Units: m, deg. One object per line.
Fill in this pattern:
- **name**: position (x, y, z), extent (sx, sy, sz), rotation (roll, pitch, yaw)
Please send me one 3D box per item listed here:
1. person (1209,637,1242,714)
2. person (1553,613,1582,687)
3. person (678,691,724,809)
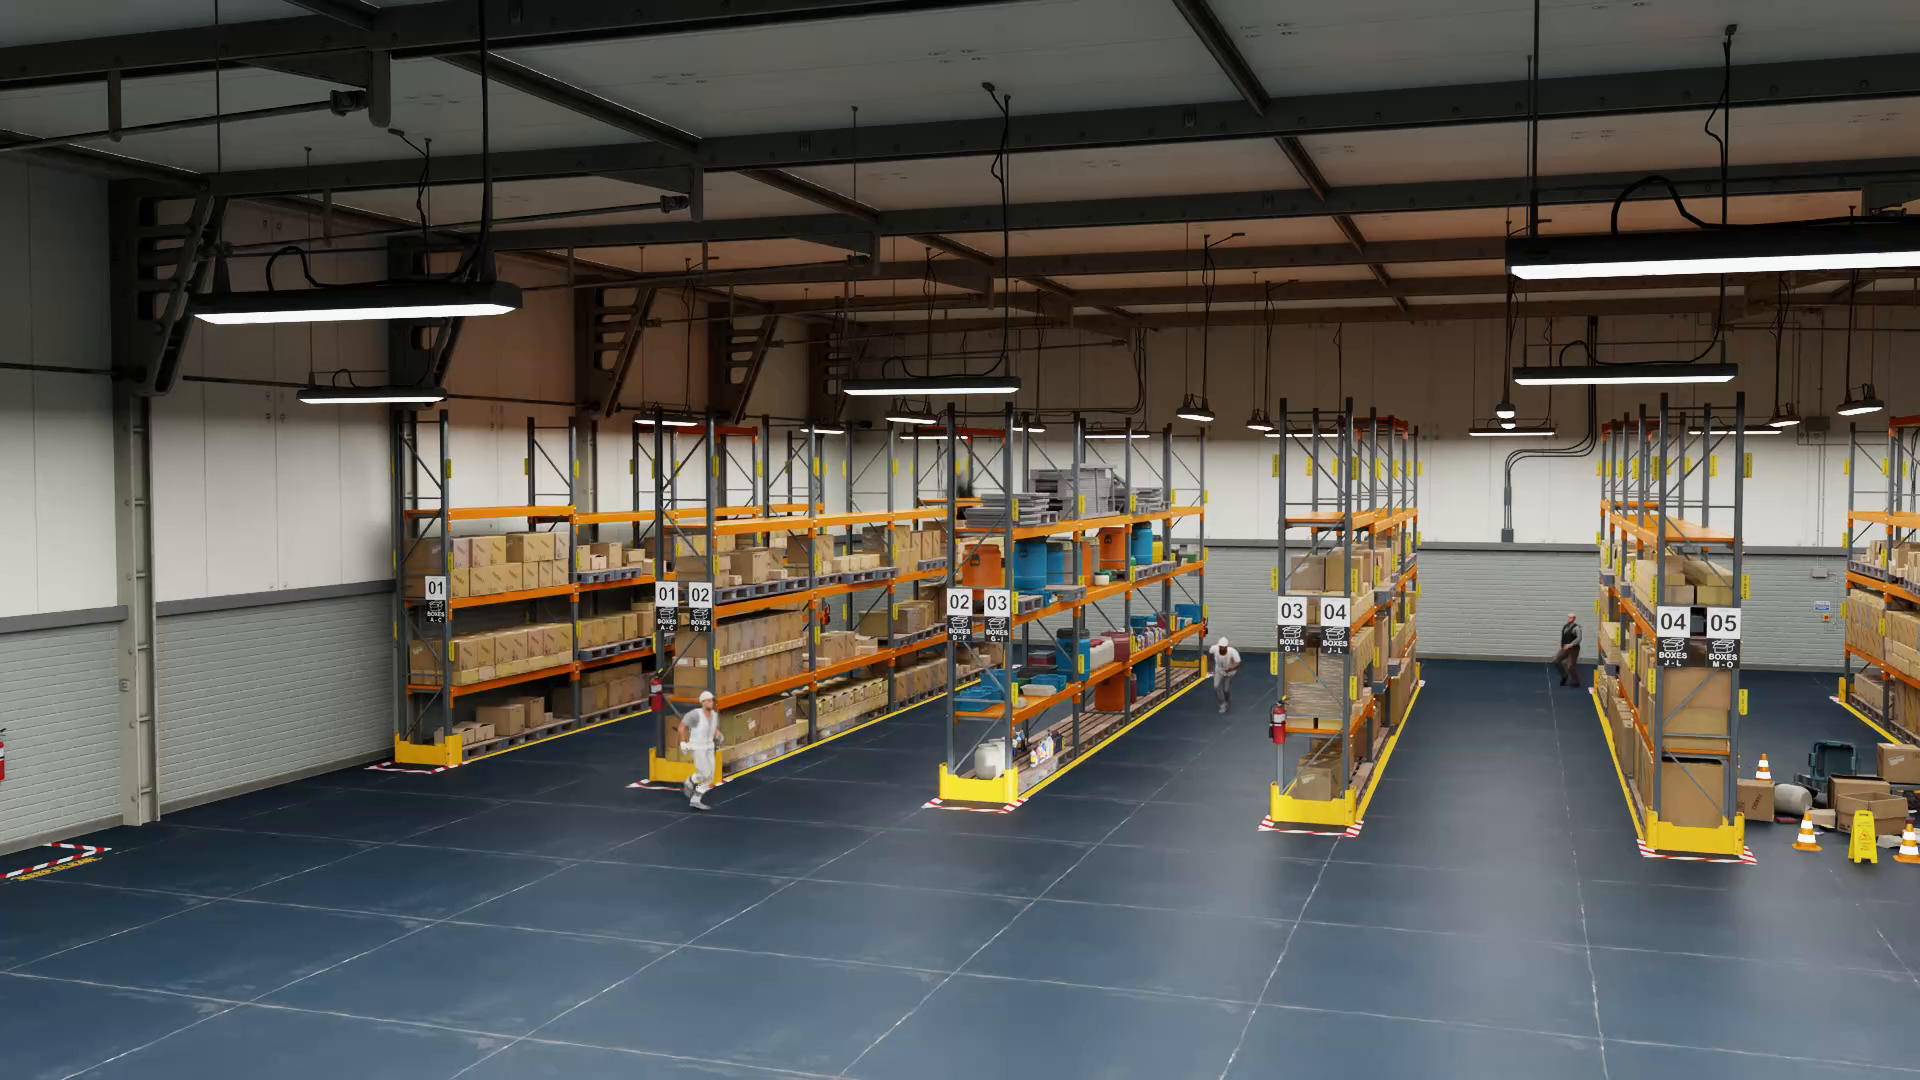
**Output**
- **person**: position (5.477, 2.757, 34.254), extent (0.709, 1.591, 1.132), rotation (1, 3, 20)
- **person**: position (13.928, 2.524, 38.039), extent (0.649, 1.706, 0.671), rotation (-1, 3, -22)
- **person**: position (-3.769, 3.088, 24.442), extent (0.637, 1.730, 0.660), rotation (2, 3, 40)
